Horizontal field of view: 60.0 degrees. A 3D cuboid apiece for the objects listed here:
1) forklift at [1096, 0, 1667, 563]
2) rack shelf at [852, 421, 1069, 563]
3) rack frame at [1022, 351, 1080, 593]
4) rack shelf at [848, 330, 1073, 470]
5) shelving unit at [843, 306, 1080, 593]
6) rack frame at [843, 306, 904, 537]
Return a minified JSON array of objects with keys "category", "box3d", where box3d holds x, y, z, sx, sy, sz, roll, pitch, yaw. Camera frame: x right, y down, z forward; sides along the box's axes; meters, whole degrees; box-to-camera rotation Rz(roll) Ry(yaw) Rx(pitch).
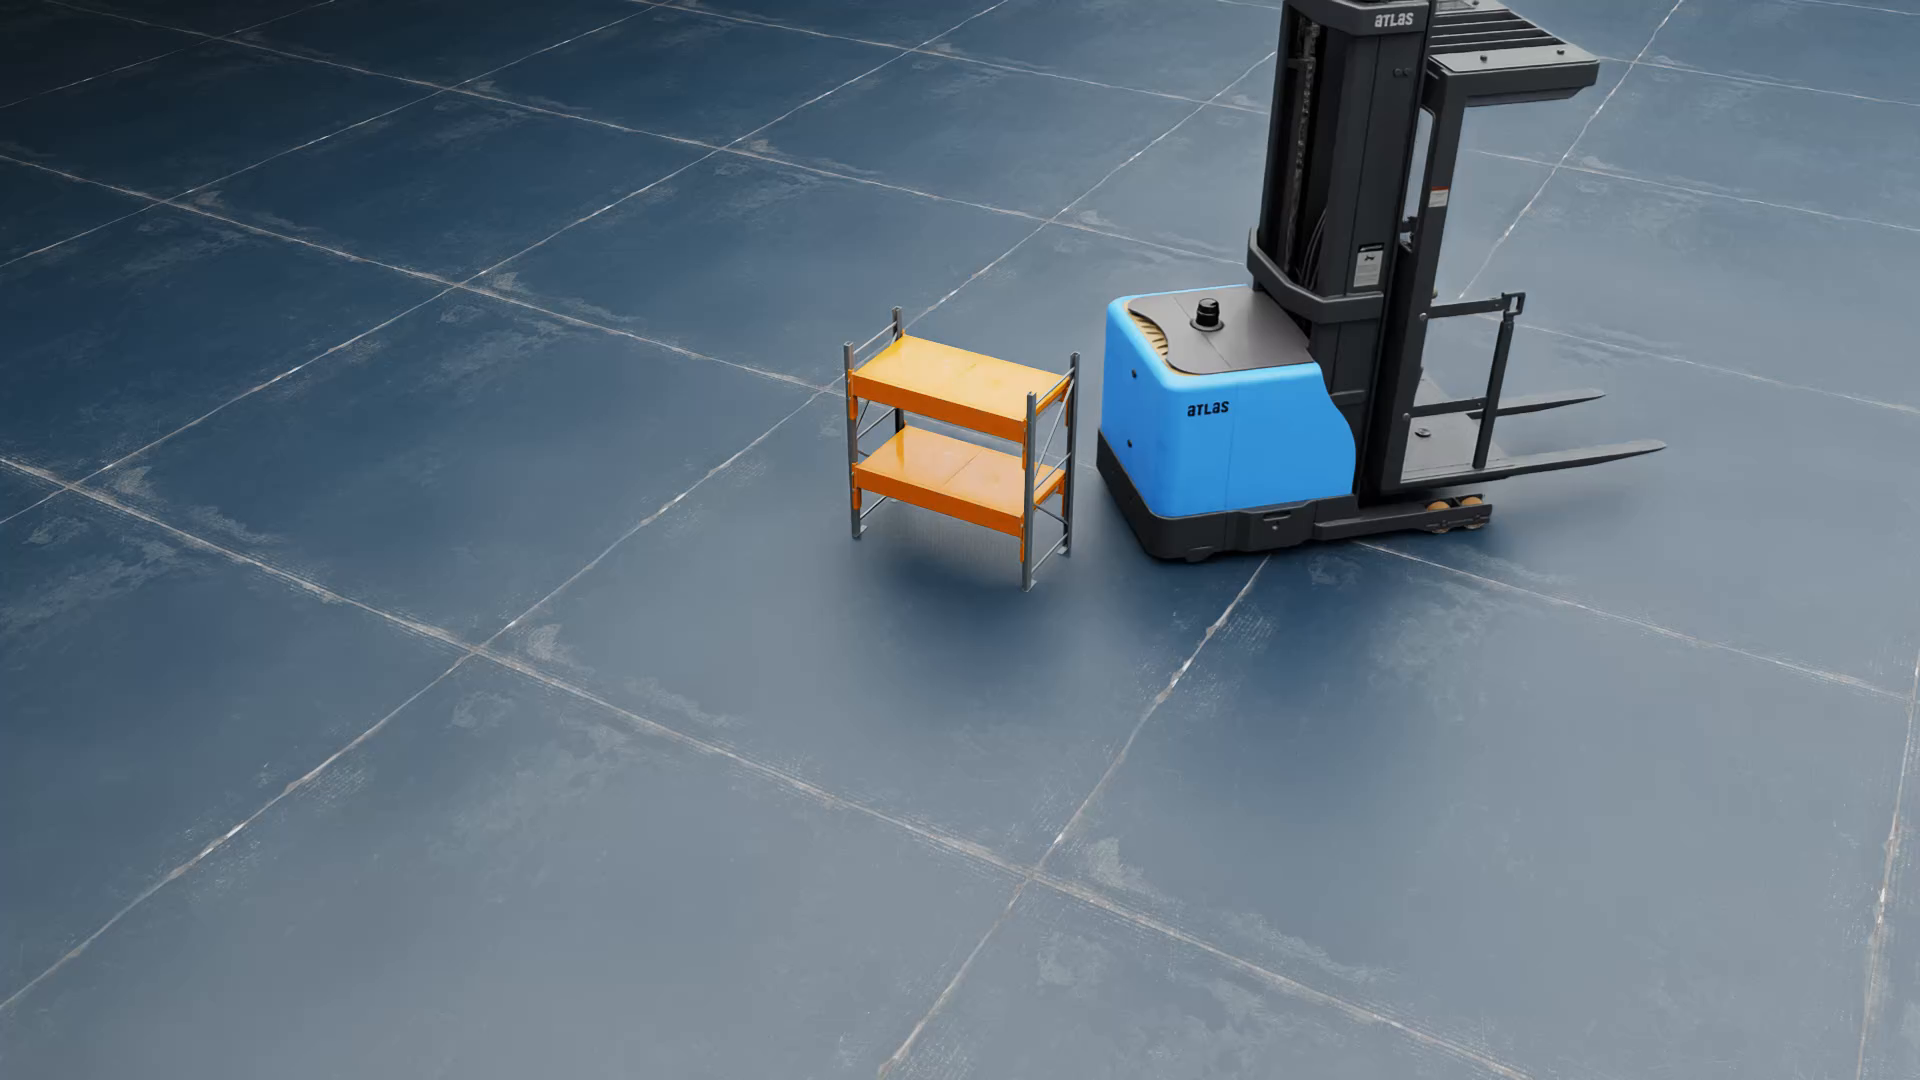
[{"category":"forklift","box3d":[2.330,-1.531,8.405,3.031,2.935,1.130,-8,34,-11]},{"category":"rack shelf","box3d":[0.006,-0.263,8.571,1.000,0.278,0.538,18,37,24]},{"category":"rack frame","box3d":[0.447,-0.327,8.225,0.032,1.125,0.500,18,37,24]},{"category":"rack shelf","box3d":[0.006,-0.710,8.273,1.000,0.278,0.538,18,37,24]},{"category":"shelving unit","box3d":[0.006,-0.466,8.435,1.048,1.125,0.538,18,37,24]},{"category":"rack frame","box3d":[-0.435,-0.606,8.645,0.032,1.125,0.500,18,37,24]}]
